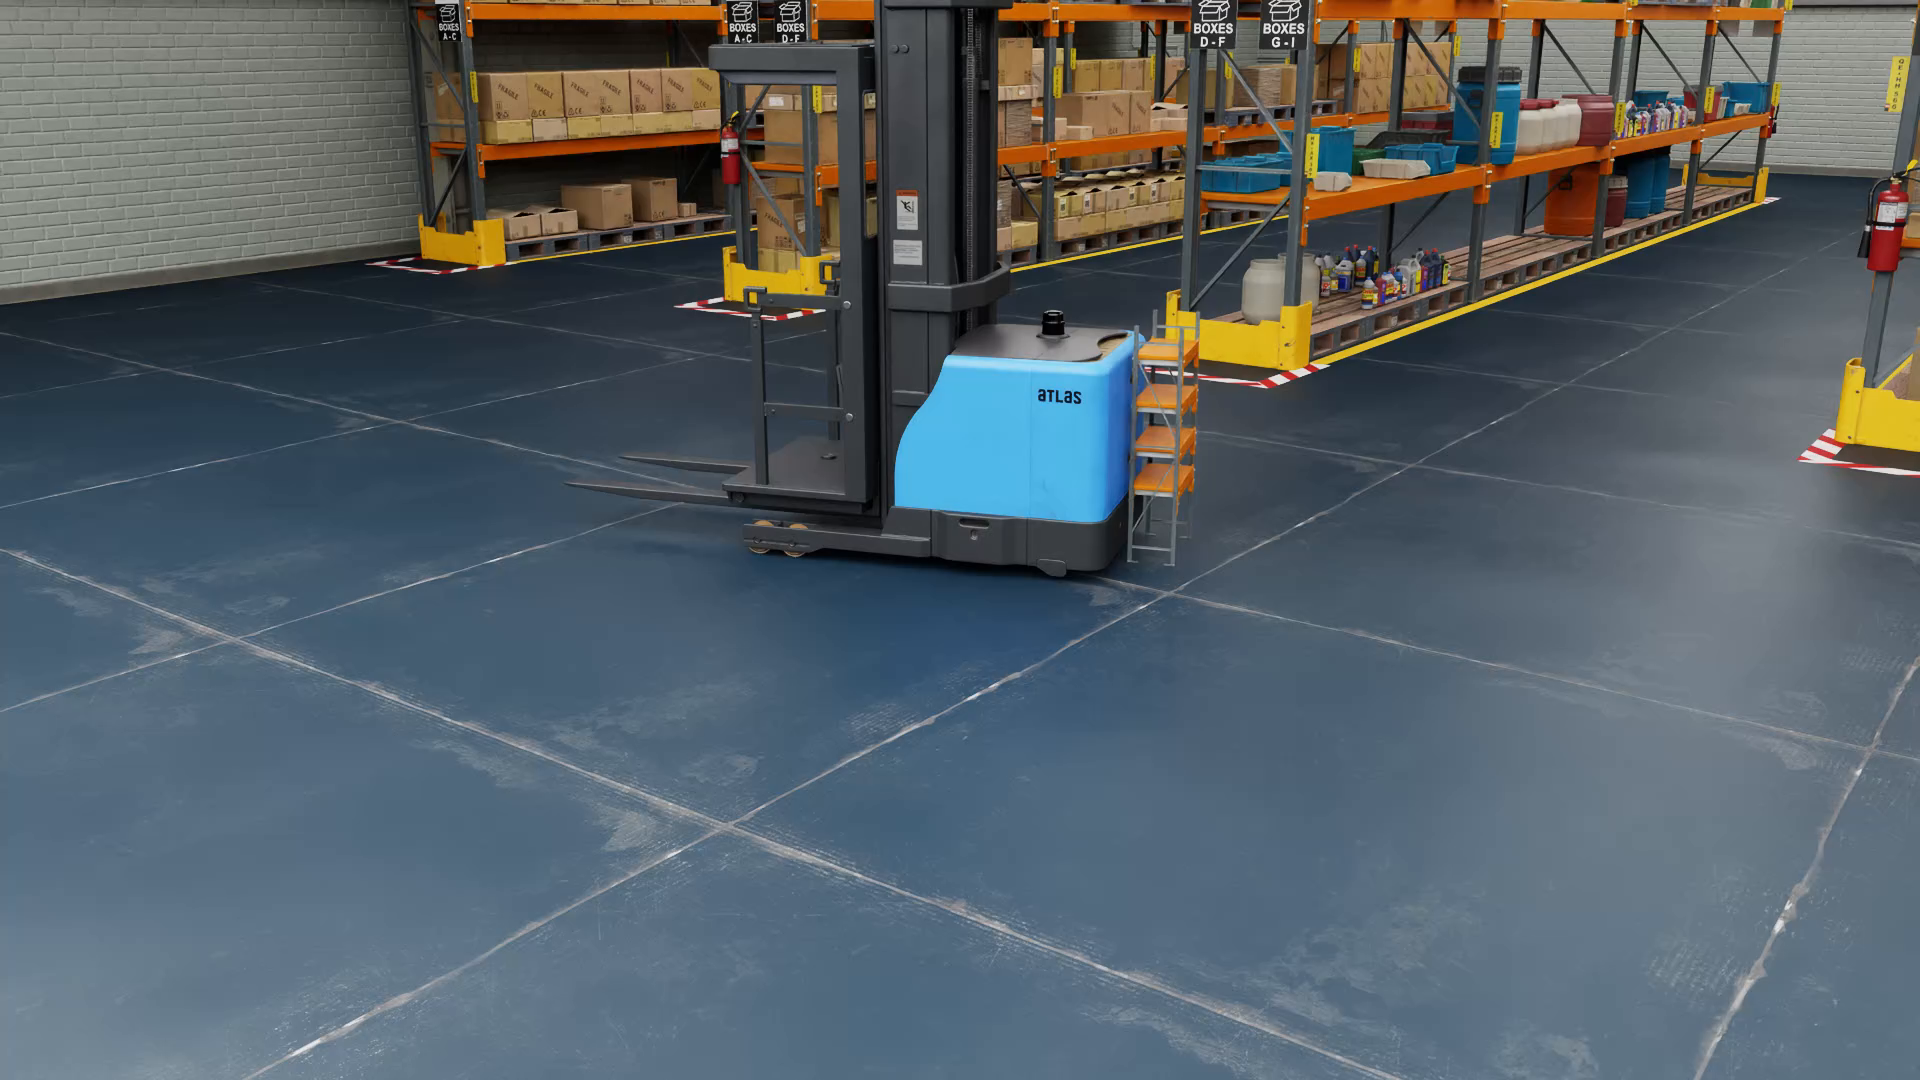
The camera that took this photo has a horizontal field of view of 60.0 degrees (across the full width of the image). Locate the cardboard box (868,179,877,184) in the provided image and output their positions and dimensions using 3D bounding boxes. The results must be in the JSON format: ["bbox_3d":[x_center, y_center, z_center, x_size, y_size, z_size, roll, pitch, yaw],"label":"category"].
[{"bbox_3d":[-1.357,-5.361,24.421,0.700,0.500,0.500,13,21,35],"label":"cardboard box"}]

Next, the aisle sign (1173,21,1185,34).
[{"bbox_3d":[4.081,-9.636,30.333,0.394,0.787,0.004,12,21,35],"label":"aisle sign"}]

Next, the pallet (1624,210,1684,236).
[{"bbox_3d":[8.877,-4.219,21.974,1.003,0.211,1.213,12,21,35],"label":"pallet"}]

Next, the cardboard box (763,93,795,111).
[{"bbox_3d":[-1.681,-4.227,16.036,0.380,0.149,0.250,12,21,34],"label":"cardboard box"}]

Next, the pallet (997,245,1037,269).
[{"bbox_3d":[0.120,-3.184,18.641,1.003,0.211,1.213,12,21,35],"label":"pallet"}]

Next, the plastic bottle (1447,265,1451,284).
[{"bbox_3d":[4.638,-2.554,15.887,0.097,0.201,0.097,0,17,0],"label":"plastic bottle"}]

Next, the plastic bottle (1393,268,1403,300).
[{"bbox_3d":[3.935,-2.307,14.972,0.097,0.271,0.097,0,17,0],"label":"plastic bottle"}]

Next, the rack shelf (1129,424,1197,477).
[{"bbox_3d":[1.030,-0.457,8.419,0.258,0.148,0.480,5,18,16],"label":"rack shelf"}]

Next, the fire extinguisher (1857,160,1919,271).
[{"bbox_3d":[5.760,-2.011,10.292,0.296,0.674,0.183,12,21,35],"label":"fire extinguisher"}]

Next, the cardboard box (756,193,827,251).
[{"bbox_3d":[-1.675,-3.171,16.561,0.500,0.500,0.500,12,21,35],"label":"cardboard box"}]

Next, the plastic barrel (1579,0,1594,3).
[{"bbox_3d":[6.881,-6.065,18.420,0.294,0.245,0.294,0,17,0],"label":"plastic barrel"}]

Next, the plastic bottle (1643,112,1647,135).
[{"bbox_3d":[8.284,-5.057,20.187,0.097,0.271,0.097,0,17,0],"label":"plastic bottle"}]

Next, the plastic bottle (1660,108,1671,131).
[{"bbox_3d":[8.877,-5.310,20.993,0.152,0.276,0.135,12,21,35],"label":"plastic bottle"}]

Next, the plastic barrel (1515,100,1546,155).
[{"bbox_3d":[5.787,-4.250,17.144,0.433,0.535,0.433,0,17,0],"label":"plastic barrel"}]

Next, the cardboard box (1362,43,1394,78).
[{"bbox_3d":[6.515,-7.436,25.778,0.500,0.500,0.500,12,21,33],"label":"cardboard box"}]

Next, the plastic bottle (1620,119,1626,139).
[{"bbox_3d":[7.737,-4.835,19.452,0.061,0.283,0.133,12,21,35],"label":"plastic bottle"}]

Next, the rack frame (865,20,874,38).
[{"bbox_3d":[-0.969,-6.525,24.698,1.000,3.000,0.127,12,21,35],"label":"rack frame"}]

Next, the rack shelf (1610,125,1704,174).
[{"bbox_3d":[8.179,-4.907,20.701,1.077,0.370,4.000,12,21,35],"label":"rack shelf"}]

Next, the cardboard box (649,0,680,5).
[{"bbox_3d":[-3.767,-6.780,20.259,0.500,0.500,0.500,10,20,30],"label":"cardboard box"}]

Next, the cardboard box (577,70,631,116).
[{"bbox_3d":[-4.297,-5.339,19.834,0.500,0.500,0.500,13,22,36],"label":"cardboard box"}]

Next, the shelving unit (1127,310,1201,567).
[{"bbox_3d":[1.030,-0.521,8.399,0.258,1.200,0.503,5,18,16],"label":"shelving unit"}]

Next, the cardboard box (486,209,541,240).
[{"bbox_3d":[-5.252,-3.695,19.375,0.500,0.311,0.500,10,20,29],"label":"cardboard box"}]

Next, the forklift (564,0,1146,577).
[{"bbox_3d":[-0.601,-1.456,8.490,3.031,2.935,1.130,5,18,17],"label":"forklift"}]

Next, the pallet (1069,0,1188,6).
[{"bbox_3d":[2.015,-6.549,20.034,1.003,0.211,1.213,14,22,37],"label":"pallet"}]

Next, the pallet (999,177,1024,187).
[{"bbox_3d":[0.288,-5.657,26.605,1.003,0.211,1.213,12,21,35],"label":"pallet"}]

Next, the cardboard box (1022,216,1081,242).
[{"bbox_3d":[1.067,-3.638,19.328,0.500,0.250,0.500,12,21,33],"label":"cardboard box"}]

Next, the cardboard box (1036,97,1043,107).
[{"bbox_3d":[1.118,-7.119,27.000,0.380,0.149,0.250,13,22,36],"label":"cardboard box"}]

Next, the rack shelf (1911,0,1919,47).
[{"bbox_3d":[7.390,-3.559,11.302,1.077,0.370,4.000,12,21,35],"label":"rack shelf"}]

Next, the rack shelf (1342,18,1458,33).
[{"bbox_3d":[6.586,-8.169,26.146,1.077,0.370,4.000,12,21,35],"label":"rack shelf"}]

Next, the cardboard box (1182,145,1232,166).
[{"bbox_3d":[3.410,-5.303,22.973,0.500,0.250,0.500,13,22,37],"label":"cardboard box"}]

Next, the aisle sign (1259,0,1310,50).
[{"bbox_3d":[2.413,-4.042,12.317,0.394,0.787,0.004,12,21,35],"label":"aisle sign"}]

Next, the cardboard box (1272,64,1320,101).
[{"bbox_3d":[4.933,-6.778,24.637,0.700,0.500,0.500,5,18,16],"label":"cardboard box"}]

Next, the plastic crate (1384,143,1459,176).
[{"bbox_3d":[4.162,-3.439,15.011,0.499,0.251,0.616,12,21,35],"label":"plastic crate"}]

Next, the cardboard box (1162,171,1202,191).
[{"bbox_3d":[2.897,-4.638,21.602,0.500,0.311,0.500,13,22,36],"label":"cardboard box"}]

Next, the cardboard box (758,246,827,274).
[{"bbox_3d":[-1.673,-2.813,16.671,0.500,0.250,0.500,12,21,35],"label":"cardboard box"}]

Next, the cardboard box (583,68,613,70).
[{"bbox_3d":[-4.413,-5.553,20.523,0.500,0.500,0.500,13,22,36],"label":"cardboard box"}]

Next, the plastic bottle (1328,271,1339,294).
[{"bbox_3d":[3.436,-2.375,15.311,0.097,0.201,0.097,0,17,0],"label":"plastic bottle"}]

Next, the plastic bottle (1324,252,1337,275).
[{"bbox_3d":[3.424,-2.502,15.466,0.144,0.351,0.185,12,21,34],"label":"plastic bottle"}]

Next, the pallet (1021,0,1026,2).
[{"bbox_3d":[0.907,-8.592,26.618,0.805,0.209,1.217,11,21,33],"label":"pallet"}]

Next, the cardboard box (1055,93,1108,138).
[{"bbox_3d":[1.412,-5.051,19.783,0.500,0.500,0.500,14,22,39],"label":"cardboard box"}]

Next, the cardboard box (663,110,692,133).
[{"bbox_3d":[-3.695,-5.227,20.736,0.500,0.250,0.500,13,21,35],"label":"cardboard box"}]

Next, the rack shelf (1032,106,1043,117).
[{"bbox_3d":[0.222,-6.658,26.338,1.077,0.370,4.000,12,21,35],"label":"rack shelf"}]

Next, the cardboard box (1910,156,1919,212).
[{"bbox_3d":[6.548,-2.310,10.453,0.875,0.500,0.500,12,21,35],"label":"cardboard box"}]

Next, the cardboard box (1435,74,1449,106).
[{"bbox_3d":[7.730,-7.449,27.504,0.500,0.500,0.500,13,22,36],"label":"cardboard box"}]

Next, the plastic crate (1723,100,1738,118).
[{"bbox_3d":[10.736,-6.094,23.491,0.416,0.233,0.300,12,21,35],"label":"plastic crate"}]

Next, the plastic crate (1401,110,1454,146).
[{"bbox_3d":[4.646,-4.022,16.528,0.402,0.464,0.583,12,21,35],"label":"plastic crate"}]

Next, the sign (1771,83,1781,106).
[{"bbox_3d":[12.205,-6.664,24.871,0.100,0.325,0.005,12,21,35],"label":"sign"}]

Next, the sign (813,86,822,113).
[{"bbox_3d":[-1.313,-4.097,15.285,0.100,0.325,0.005,12,21,35],"label":"sign"}]

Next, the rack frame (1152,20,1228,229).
[{"bbox_3d":[3.011,-5.651,21.882,1.000,3.000,0.127,12,21,35],"label":"rack frame"}]

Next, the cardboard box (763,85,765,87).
[{"bbox_3d":[-2.683,-6.077,22.345,0.700,0.500,0.500,15,23,40],"label":"cardboard box"}]
